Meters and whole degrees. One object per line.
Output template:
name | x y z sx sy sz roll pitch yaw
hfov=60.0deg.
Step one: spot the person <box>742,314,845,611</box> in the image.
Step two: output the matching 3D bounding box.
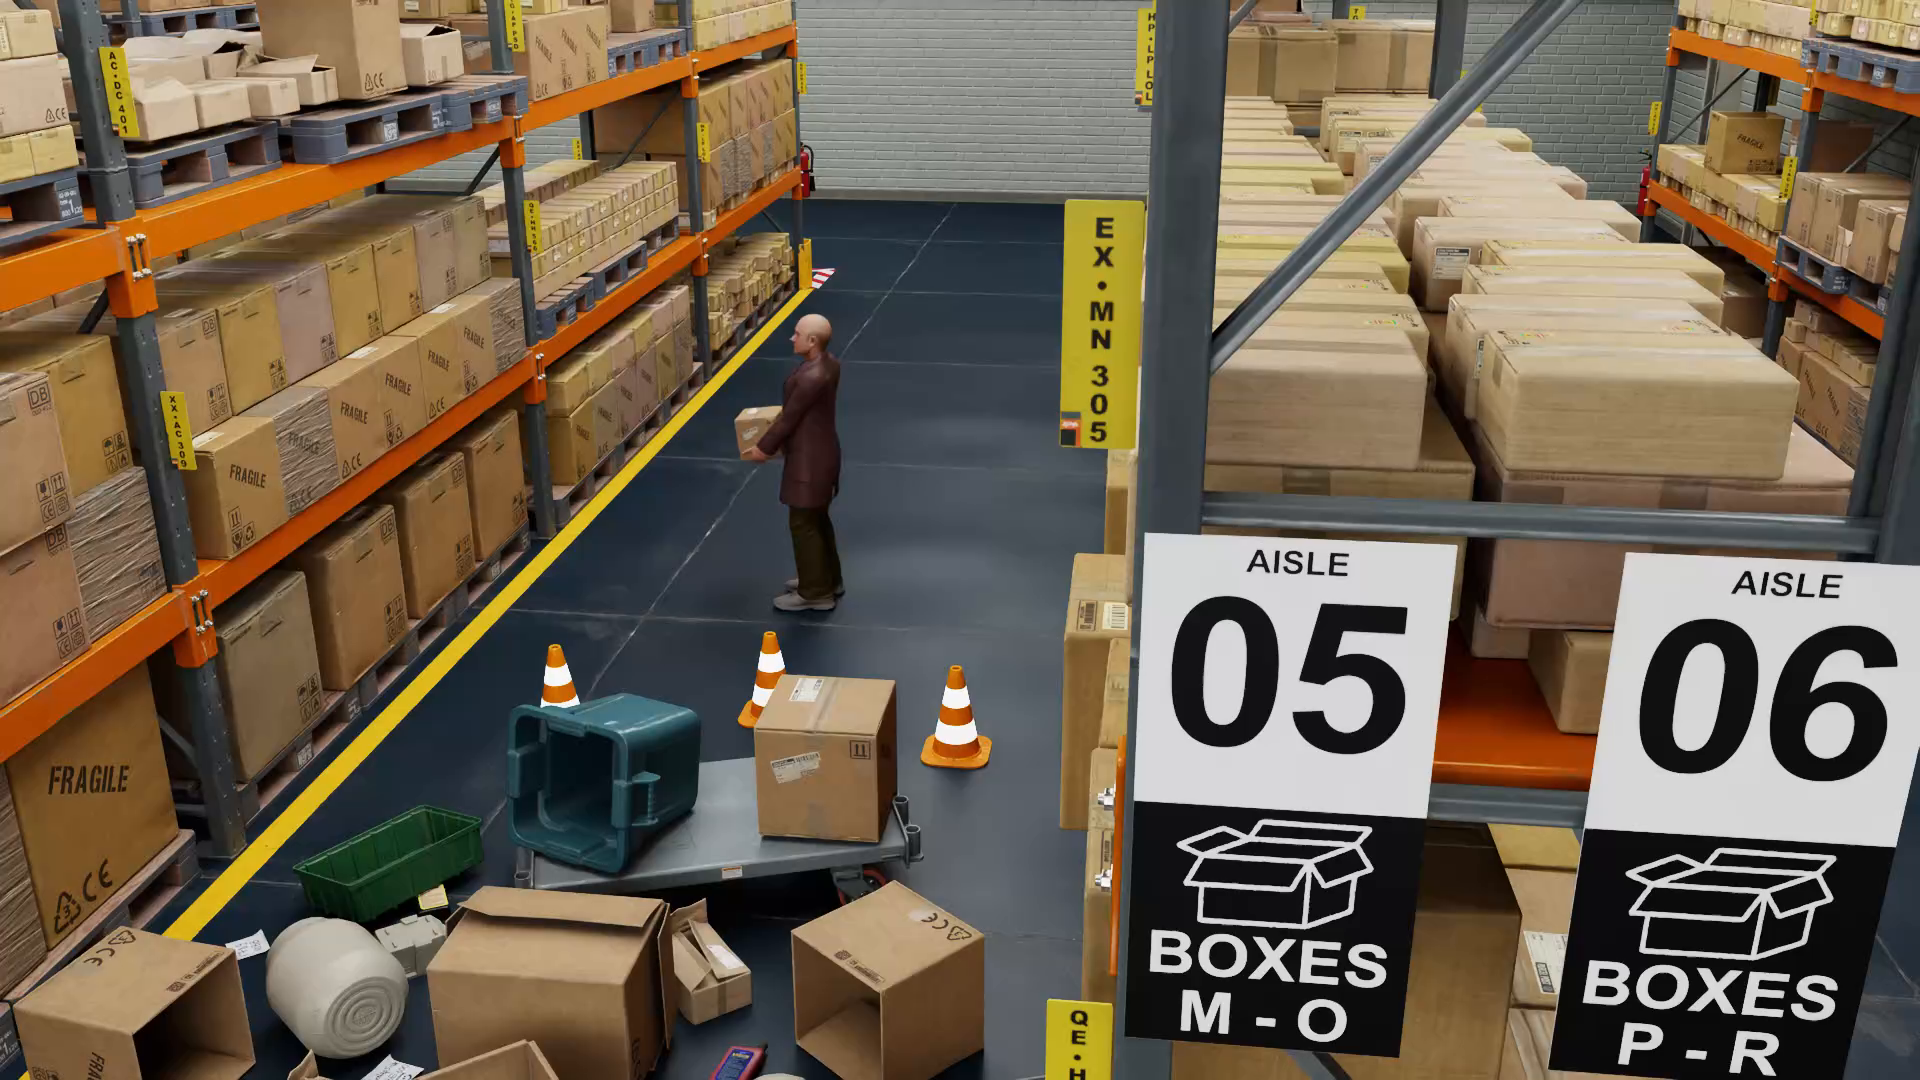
person | -0.987 -0.422 9.844 0.551 1.686 0.524 2 21 6
